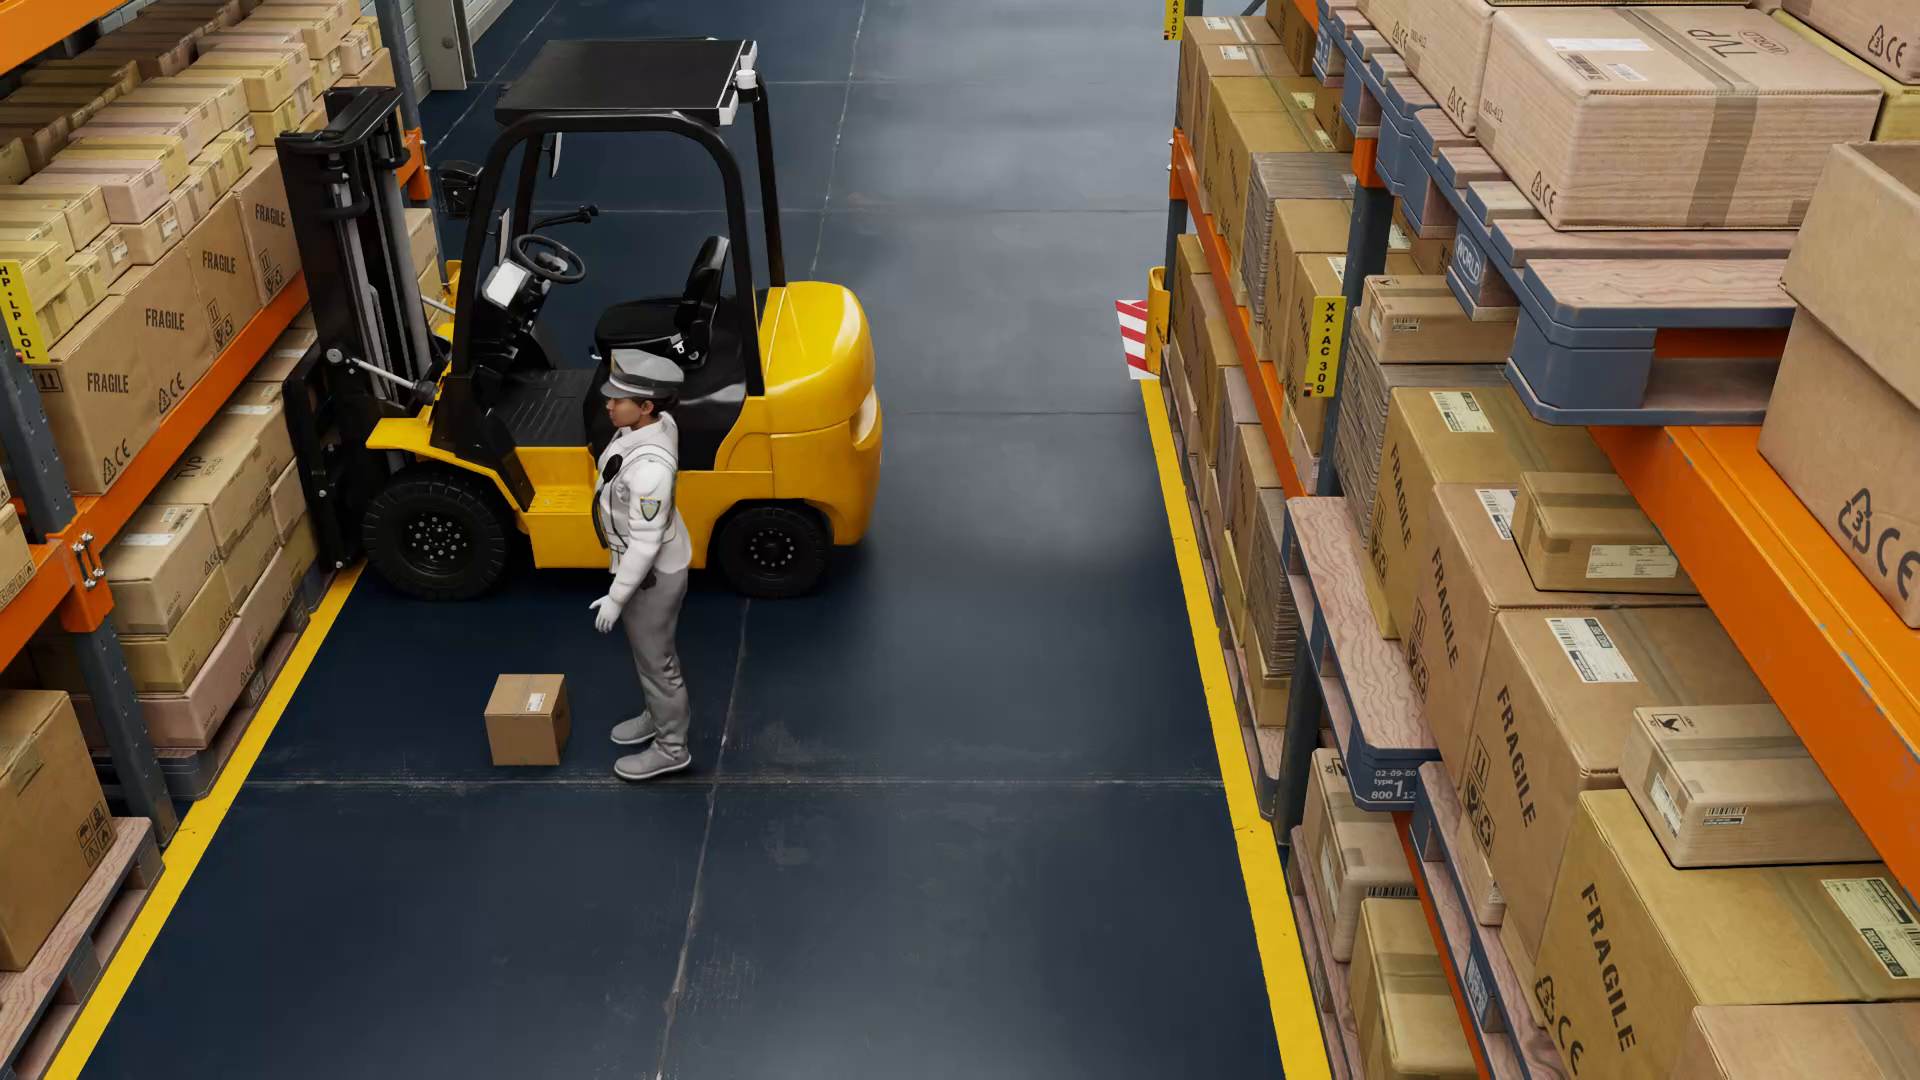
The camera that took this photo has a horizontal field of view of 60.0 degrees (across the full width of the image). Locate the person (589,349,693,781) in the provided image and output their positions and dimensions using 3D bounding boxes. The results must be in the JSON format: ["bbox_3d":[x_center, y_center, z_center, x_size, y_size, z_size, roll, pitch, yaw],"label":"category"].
[{"bbox_3d":[-1.124,0.113,5.894,0.421,1.713,0.509,-4,32,-7],"label":"person"}]
